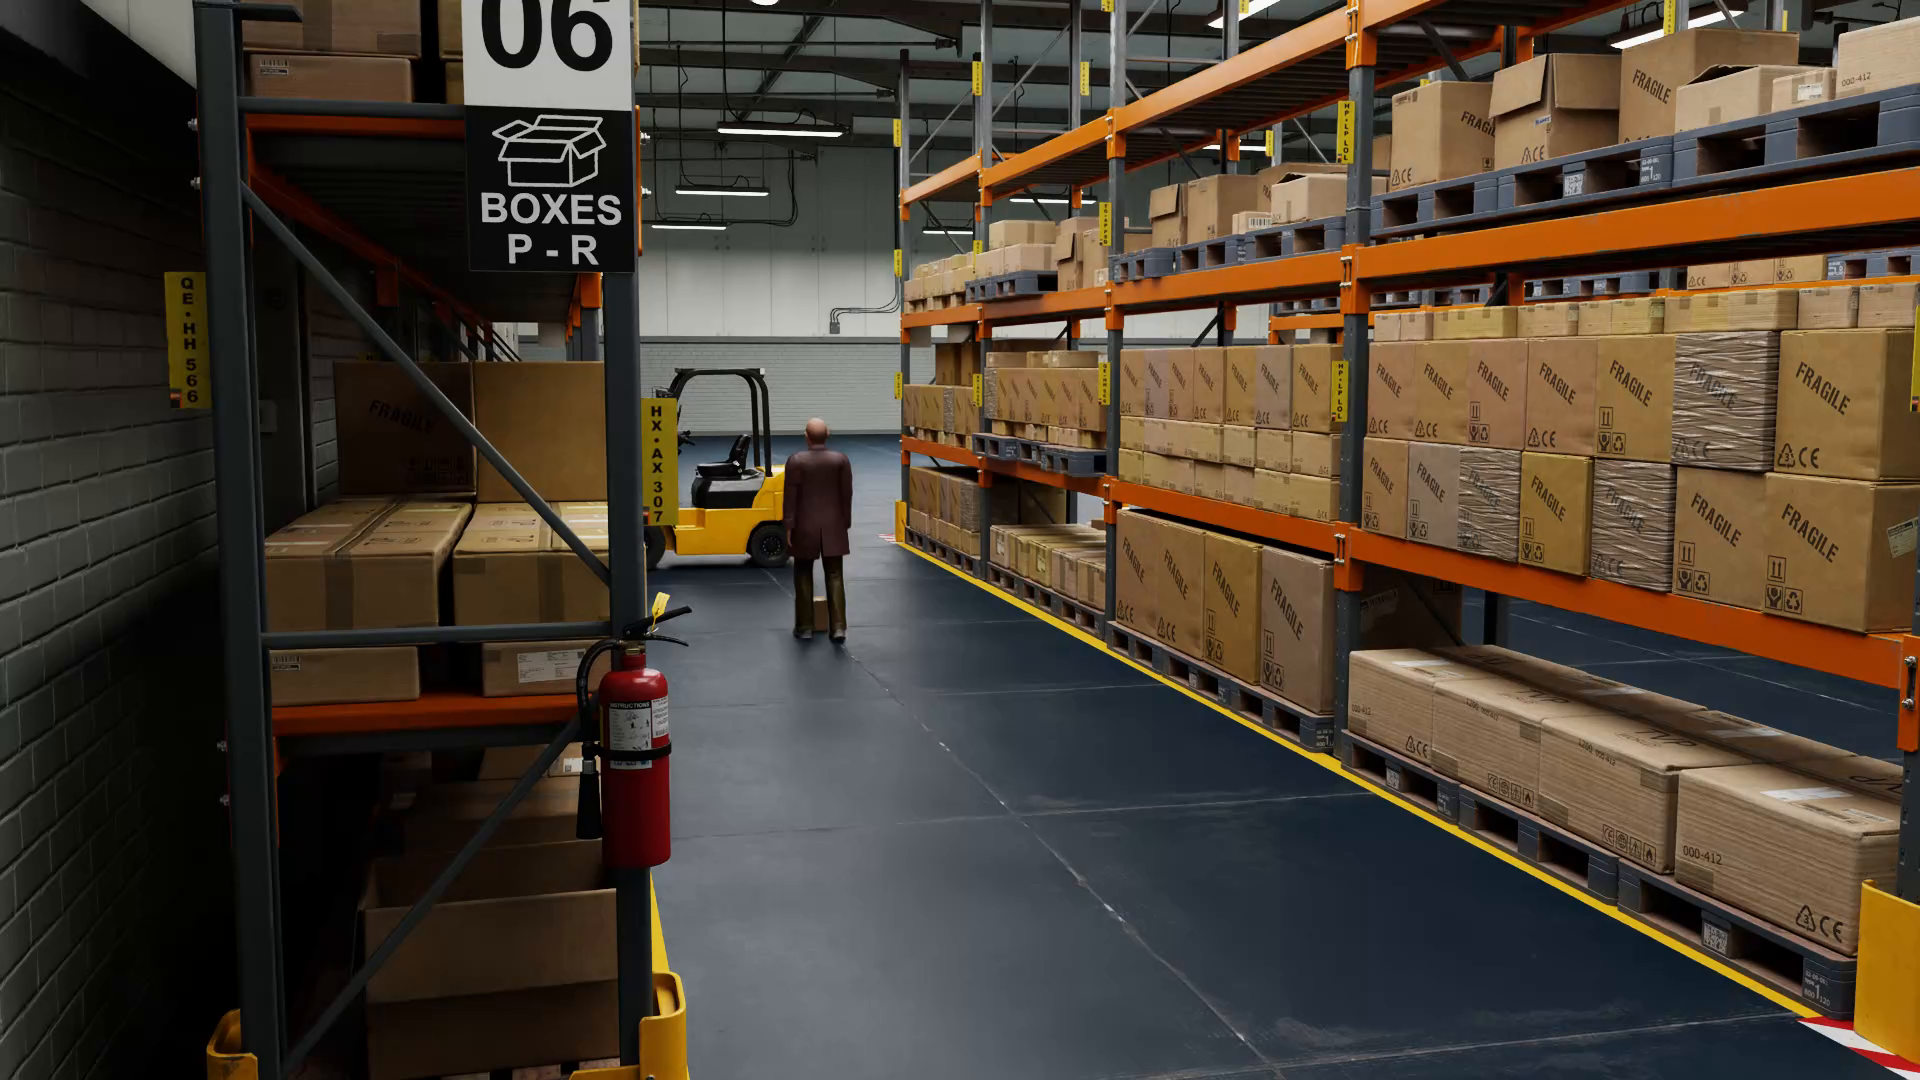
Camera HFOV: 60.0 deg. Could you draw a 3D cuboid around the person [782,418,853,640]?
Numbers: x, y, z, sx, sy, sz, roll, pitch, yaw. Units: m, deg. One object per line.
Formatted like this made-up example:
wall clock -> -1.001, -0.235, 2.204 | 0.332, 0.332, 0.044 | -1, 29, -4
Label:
person -> -1.143, -0.067, 13.282 | 0.565, 1.816, 0.508 | -1, 6, -12
